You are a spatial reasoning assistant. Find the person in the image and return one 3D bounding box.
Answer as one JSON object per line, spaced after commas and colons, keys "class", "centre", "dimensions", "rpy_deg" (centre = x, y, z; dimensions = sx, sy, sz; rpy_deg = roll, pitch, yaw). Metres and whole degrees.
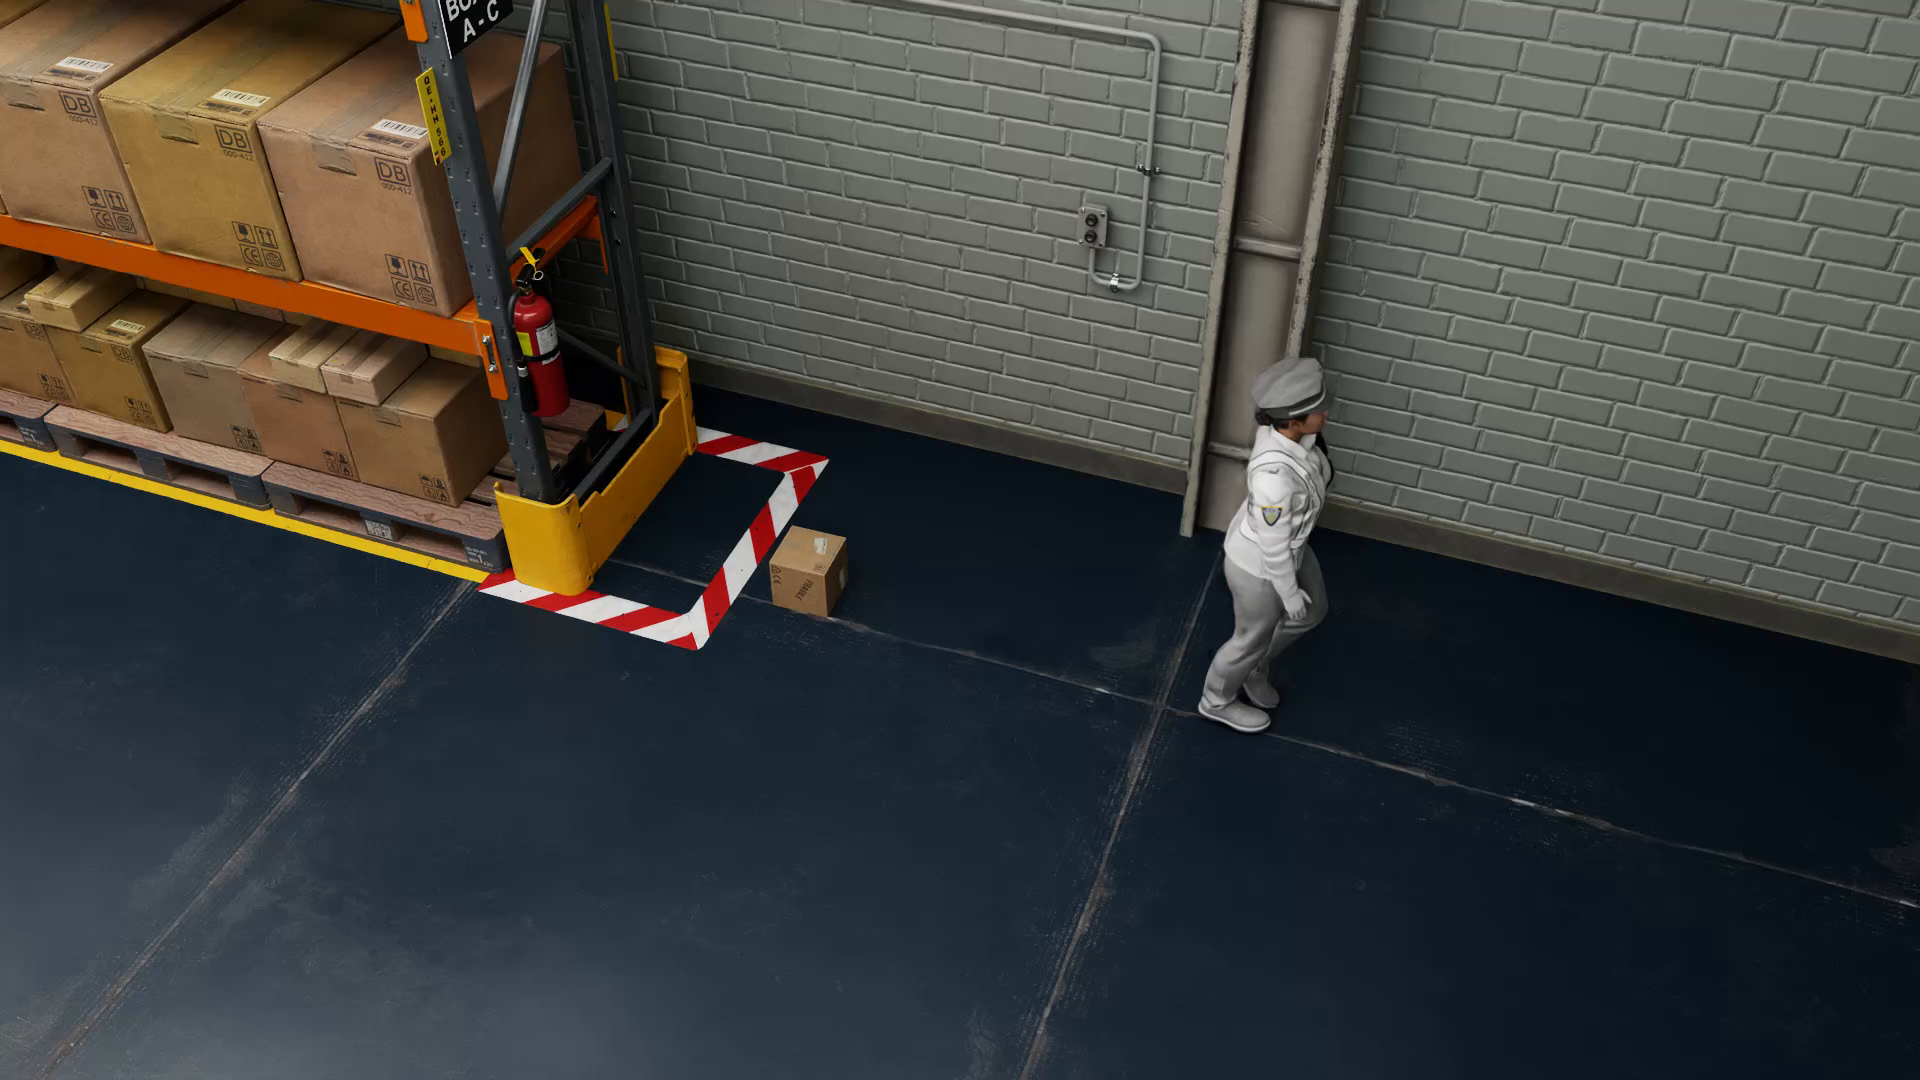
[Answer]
{"class": "person", "centre": [1.166, 0.064, 6.068], "dimensions": [0.416, 1.715, 0.495], "rpy_deg": [13, 43, 14]}
